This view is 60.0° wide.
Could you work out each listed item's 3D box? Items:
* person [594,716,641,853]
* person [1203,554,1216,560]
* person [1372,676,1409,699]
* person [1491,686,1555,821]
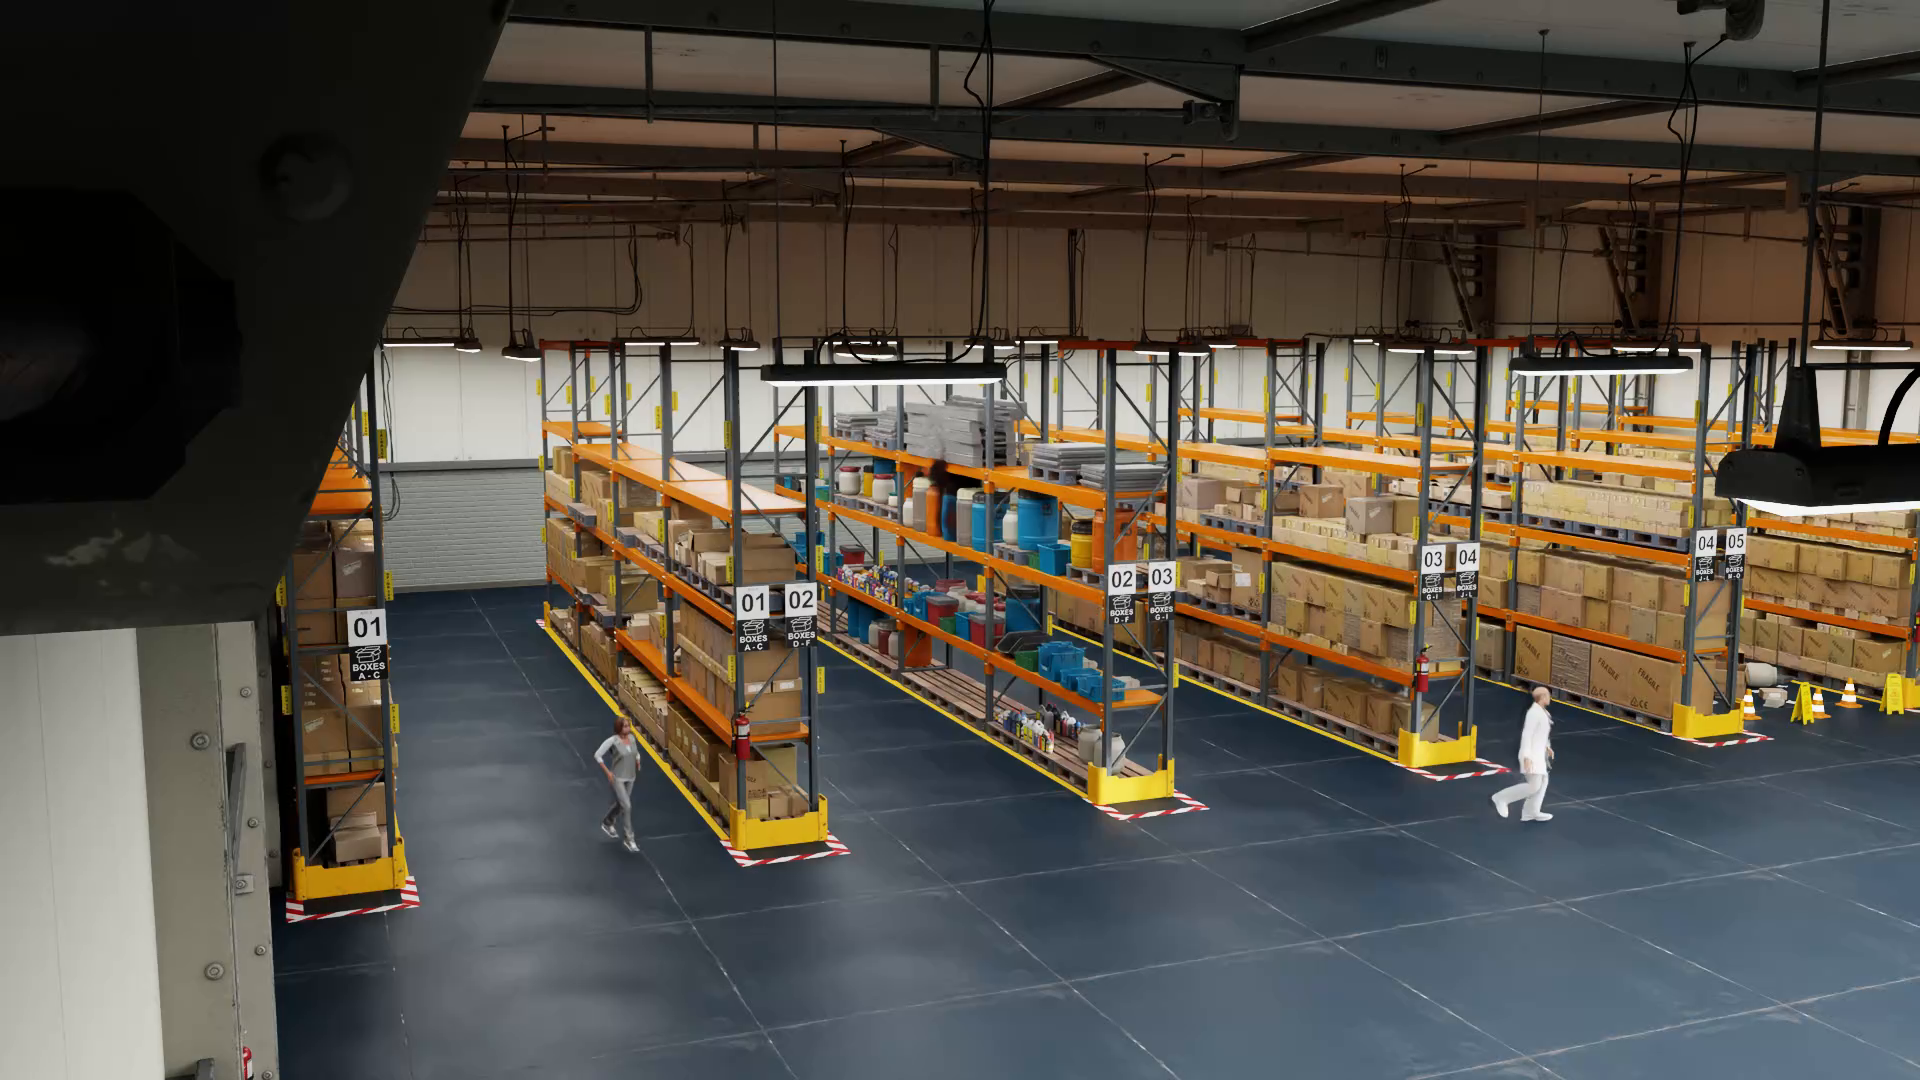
[{"bbox_3d":[-4.122,2.933,20.153,0.745,1.637,0.559,6,10,39],"label":"person"},{"bbox_3d":[5.181,0.981,35.542,0.581,1.440,1.063,-1,8,-9],"label":"person"},{"bbox_3d":[7.488,1.940,28.394,0.554,1.461,1.108,-3,8,-22],"label":"person"},{"bbox_3d":[7.195,2.716,21.183,0.711,1.747,0.801,4,8,27],"label":"person"}]
